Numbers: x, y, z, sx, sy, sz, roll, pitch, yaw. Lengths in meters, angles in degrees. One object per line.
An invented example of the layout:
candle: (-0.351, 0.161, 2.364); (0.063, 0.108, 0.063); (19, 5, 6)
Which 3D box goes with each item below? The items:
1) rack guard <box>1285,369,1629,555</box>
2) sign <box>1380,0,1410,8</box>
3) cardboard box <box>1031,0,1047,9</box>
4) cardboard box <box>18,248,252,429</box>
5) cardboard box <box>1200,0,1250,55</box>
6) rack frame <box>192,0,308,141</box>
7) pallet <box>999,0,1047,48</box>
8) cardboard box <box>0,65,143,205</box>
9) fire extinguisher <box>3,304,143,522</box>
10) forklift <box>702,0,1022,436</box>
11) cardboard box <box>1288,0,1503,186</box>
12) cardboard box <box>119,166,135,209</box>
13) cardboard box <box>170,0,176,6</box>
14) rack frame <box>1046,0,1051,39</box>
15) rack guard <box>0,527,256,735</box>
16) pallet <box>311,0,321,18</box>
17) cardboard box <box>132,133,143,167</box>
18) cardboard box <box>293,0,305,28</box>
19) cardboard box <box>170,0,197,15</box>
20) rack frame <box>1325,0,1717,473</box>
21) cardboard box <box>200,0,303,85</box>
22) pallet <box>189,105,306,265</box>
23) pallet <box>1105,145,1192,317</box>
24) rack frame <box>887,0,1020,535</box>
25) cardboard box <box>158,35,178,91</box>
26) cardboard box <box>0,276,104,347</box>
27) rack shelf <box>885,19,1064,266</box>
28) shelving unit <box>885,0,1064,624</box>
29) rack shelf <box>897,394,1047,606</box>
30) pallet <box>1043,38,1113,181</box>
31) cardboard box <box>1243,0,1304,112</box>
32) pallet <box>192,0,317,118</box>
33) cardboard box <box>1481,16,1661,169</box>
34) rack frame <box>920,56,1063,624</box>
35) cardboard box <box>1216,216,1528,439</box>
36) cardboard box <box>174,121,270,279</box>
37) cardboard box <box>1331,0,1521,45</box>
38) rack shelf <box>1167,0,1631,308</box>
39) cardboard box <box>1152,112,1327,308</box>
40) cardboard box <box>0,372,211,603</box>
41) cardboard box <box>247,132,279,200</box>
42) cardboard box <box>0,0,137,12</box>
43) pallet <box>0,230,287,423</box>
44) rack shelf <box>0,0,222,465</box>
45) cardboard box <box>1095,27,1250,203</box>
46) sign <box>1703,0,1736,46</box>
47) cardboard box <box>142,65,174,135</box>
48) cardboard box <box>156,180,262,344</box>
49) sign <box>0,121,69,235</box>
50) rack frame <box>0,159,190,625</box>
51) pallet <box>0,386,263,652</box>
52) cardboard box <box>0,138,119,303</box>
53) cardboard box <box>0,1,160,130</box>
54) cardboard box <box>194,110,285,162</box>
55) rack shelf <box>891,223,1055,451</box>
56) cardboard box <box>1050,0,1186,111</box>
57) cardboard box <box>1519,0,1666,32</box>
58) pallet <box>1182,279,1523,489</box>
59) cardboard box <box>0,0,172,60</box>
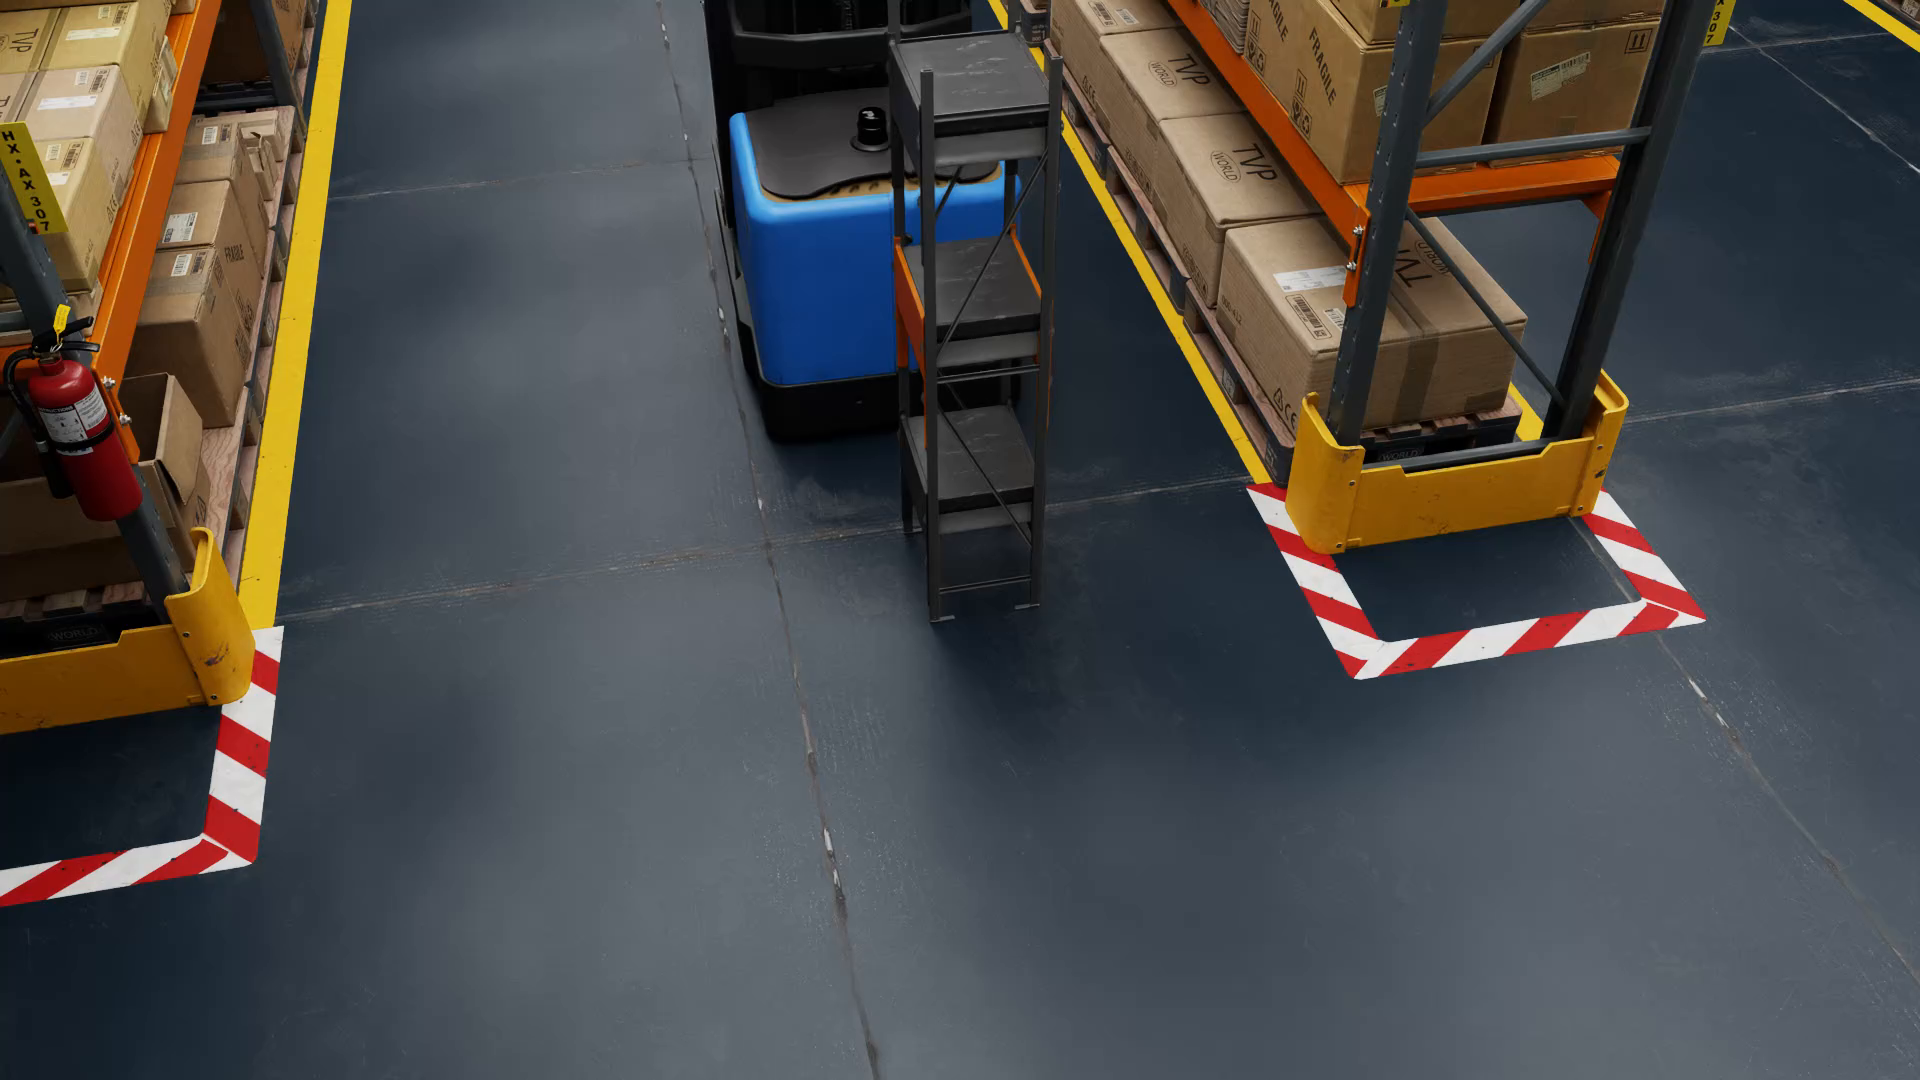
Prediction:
rack guard: (1.845, -0.319, 6.233); (1.175, 0.500, 0.348); (-8, 42, -9)
sign: (1.307, -1.722, 4.880); (0.100, 0.325, 0.005); (-8, 42, -9)
cardboard box: (0.764, -3.615, 9.347); (0.875, 0.875, 0.875); (-7, 42, -8)
cardboard box: (-3.192, -0.748, 6.399); (0.700, 0.500, 0.500); (-7, 42, -8)
cardboard box: (1.263, -2.241, 6.440); (0.500, 0.500, 0.500); (-7, 42, -8)
rack frame: (-3.870, -3.149, 7.537); (1.000, 3.000, 0.127); (-8, 42, -9)
pallet: (0.736, -3.309, 9.818); (1.003, 0.211, 1.213); (-8, 42, -9)
cardboard box: (-2.950, -1.270, 5.311); (0.500, 0.250, 0.500); (-8, 42, -9)
fire extinguisher: (-2.523, -0.358, 4.733); (0.296, 0.674, 0.183); (-8, 42, -9)
forklift: (-0.550, -2.498, 6.856); (1.130, 2.935, 3.031); (-8, 42, -9)
cardboard box: (1.477, -1.582, 5.697); (0.500, 0.500, 0.500); (-8, 42, -9)
cardboard box: (-2.995, -1.210, 5.543); (0.380, 0.149, 0.250); (-7, 42, -8)
cardboard box: (-3.304, -2.261, 6.426); (0.500, 0.250, 0.500); (-9, 42, -10)
rack frame: (0.976, -3.862, 8.341); (1.000, 3.000, 0.127); (-8, 42, -9)
rack guard: (-3.023, 0.330, 5.502); (1.175, 0.500, 0.348); (-8, 42, -9)
pallet: (-4.349, -3.420, 9.944); (1.003, 0.211, 1.213); (-8, 42, -9)
cardboard box: (-3.058, -1.382, 5.736); (0.380, 0.149, 0.250); (-8, 42, -9)
cardboard box: (-3.879, -3.060, 9.005); (0.500, 0.500, 0.500); (-9, 42, -10)
cardboard box: (-3.285, -2.218, 6.678); (0.380, 0.149, 0.250); (-9, 42, -10)
rack frame: (1.839, -1.269, 5.420); (1.000, 3.000, 0.127); (-8, 42, -9)
cardboard box: (-3.754, -2.717, 8.617); (0.500, 0.500, 0.500); (-7, 42, -7)
pallet: (-3.722, -1.660, 7.962); (1.003, 0.211, 1.213); (-8, 42, -9)
pallet: (1.331, -1.523, 7.807); (1.003, 0.211, 1.213); (-8, 42, -9)
rack frame: (-0.017, -0.836, 5.610); (0.400, 2.100, 0.015); (-8, 42, -9)
cardboard box: (-3.116, -1.724, 6.122); (0.380, 0.149, 0.250); (-7, 42, -8)
cardboard box: (-2.809, -0.714, 4.984); (0.380, 0.149, 0.250); (-9, 42, -10)
rack shelf: (0.036, -1.191, 4.976); (0.431, 0.518, 0.480); (-8, 42, -9)
shelving unit: (0.036, -0.678, 5.432); (0.431, 2.100, 0.503); (-8, 42, -9)
rack shelf: (0.036, -0.144, 5.906); (0.431, 0.518, 0.480); (-8, 42, -9)
pallet: (1.064, -2.315, 8.699); (1.003, 0.211, 1.213); (-8, 42, -9)
cardboard box: (1.383, -1.909, 6.066); (0.500, 0.500, 0.500); (-9, 42, -10)
pallet: (-4.082, -2.627, 9.051); (1.003, 0.211, 1.213); (-8, 42, -9)
cardboard box: (2.016, -1.659, 5.784); (0.500, 0.500, 0.500); (-9, 42, -10)
rack frame: (0.088, -0.520, 5.254); (0.400, 2.100, 0.015); (-8, 42, -9)
cardboard box: (1.599, -0.882, 6.597); (0.875, 0.438, 0.875); (-10, 43, -11)
cardboard box: (-3.416, -1.421, 7.157); (0.700, 0.500, 0.500); (-10, 43, -11)
cardboard box: (1.503, -1.959, 5.369); (0.500, 0.500, 0.500); (-7, 42, -8)
rack shelf: (1.408, -2.297, 7.120); (1.077, 0.370, 4.000); (-8, 42, -9)
cardboard box: (1.394, -1.474, 7.264); (0.875, 0.438, 0.875); (-7, 42, -8)
cardboard box: (-3.046, -0.189, 5.768); (0.797, 0.503, 0.637); (-10, 43, -11)
cardboard box: (-3.386, -1.733, 7.686); (0.396, 0.266, 0.258); (-7, 42, -8)
cardboard box: (-3.165, -2.196, 5.789); (0.500, 0.500, 0.500); (-7, 42, -8)
pallet: (-3.456, -0.868, 7.069); (1.003, 0.211, 1.213); (-8, 42, -9)
rack shelf: (-3.438, -1.583, 6.316); (1.077, 0.370, 4.000); (-8, 42, -9)
cardboard box: (1.201, -2.059, 7.923); (0.875, 0.438, 0.875); (-10, 42, -11)
sign: (2.383, -1.698, 5.192); (0.100, 0.325, 0.005); (-8, 42, -9)
cardboard box: (-3.039, -1.556, 5.933); (0.380, 0.149, 0.250); (-9, 42, -11)
cardboard box: (-3.209, -1.105, 6.802); (0.500, 0.500, 0.500); (-8, 42, -8)
sign: (-2.477, -0.957, 4.417); (0.100, 0.325, 0.005); (-8, 42, -9)
rack frame: (-3.006, -0.556, 4.617); (1.000, 3.000, 0.127); (-8, 42, -9)
pallet: (-3.196, -0.079, 6.180); (1.003, 0.211, 1.213); (-8, 42, -9)
cardboard box: (-2.841, -0.944, 4.942); (0.500, 0.250, 0.500); (-8, 42, -9)
cardboard box: (-3.063, -1.598, 5.680); (0.500, 0.250, 0.500); (-9, 42, -10)
cardboard box: (-3.463, -1.920, 7.985); (0.380, 0.149, 0.250); (-10, 42, -11)
rack shelf: (0.036, -0.668, 5.441); (0.431, 0.518, 0.480); (-8, 42, -9)
cardboard box: (1.007, -2.639, 8.577); (0.875, 0.438, 0.875); (-9, 42, -10)
cardboard box: (2.014, -2.033, 5.452); (0.500, 0.500, 0.500); (-9, 42, -10)
pallet: (1.591, -0.734, 6.917); (1.003, 0.211, 1.213); (-8, 42, -9)
cardboard box: (-3.194, -1.927, 6.050); (0.500, 0.250, 0.500); (-9, 42, -10)
